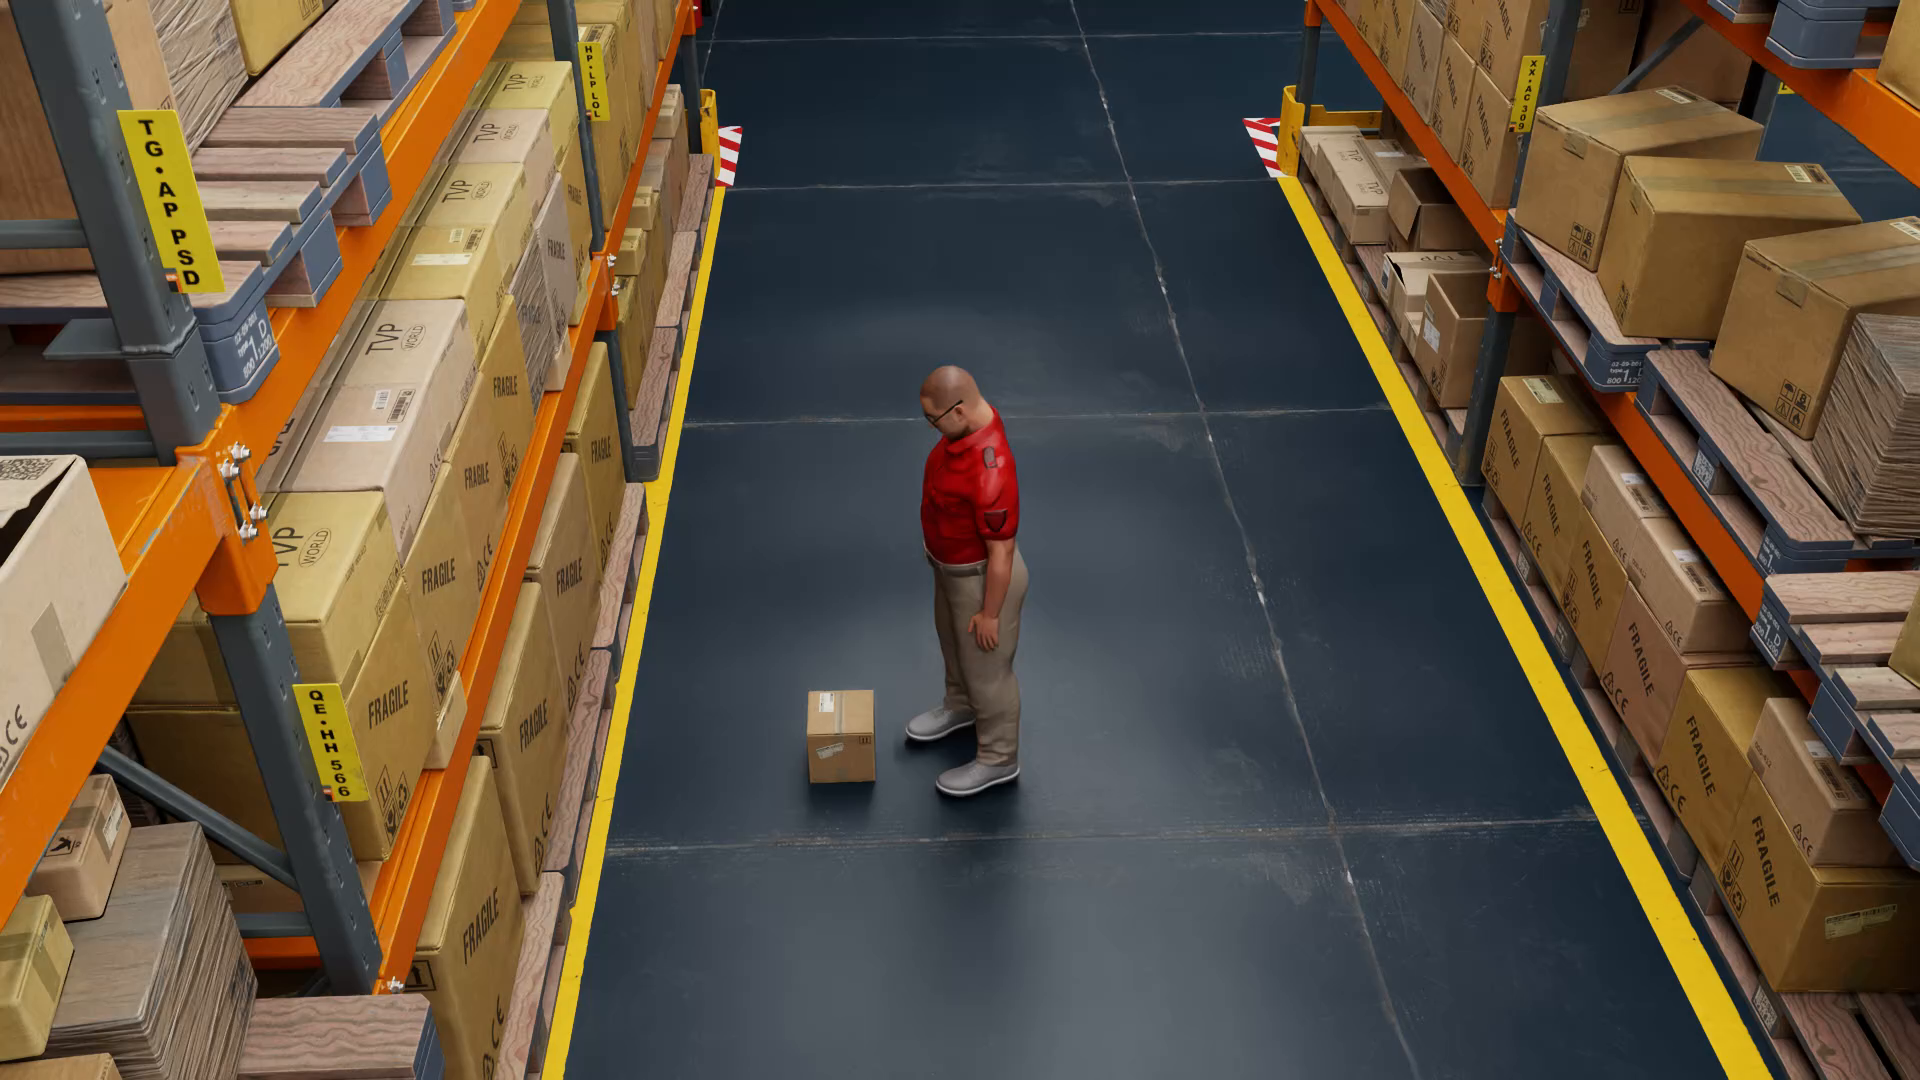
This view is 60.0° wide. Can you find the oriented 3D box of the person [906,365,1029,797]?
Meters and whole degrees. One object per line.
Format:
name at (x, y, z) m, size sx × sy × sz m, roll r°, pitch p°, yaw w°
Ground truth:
person at (0.022, 0.131, 5.948) m, size 0.424 × 1.710 × 0.580 m, roll -6°, pitch 35°, yaw -8°
